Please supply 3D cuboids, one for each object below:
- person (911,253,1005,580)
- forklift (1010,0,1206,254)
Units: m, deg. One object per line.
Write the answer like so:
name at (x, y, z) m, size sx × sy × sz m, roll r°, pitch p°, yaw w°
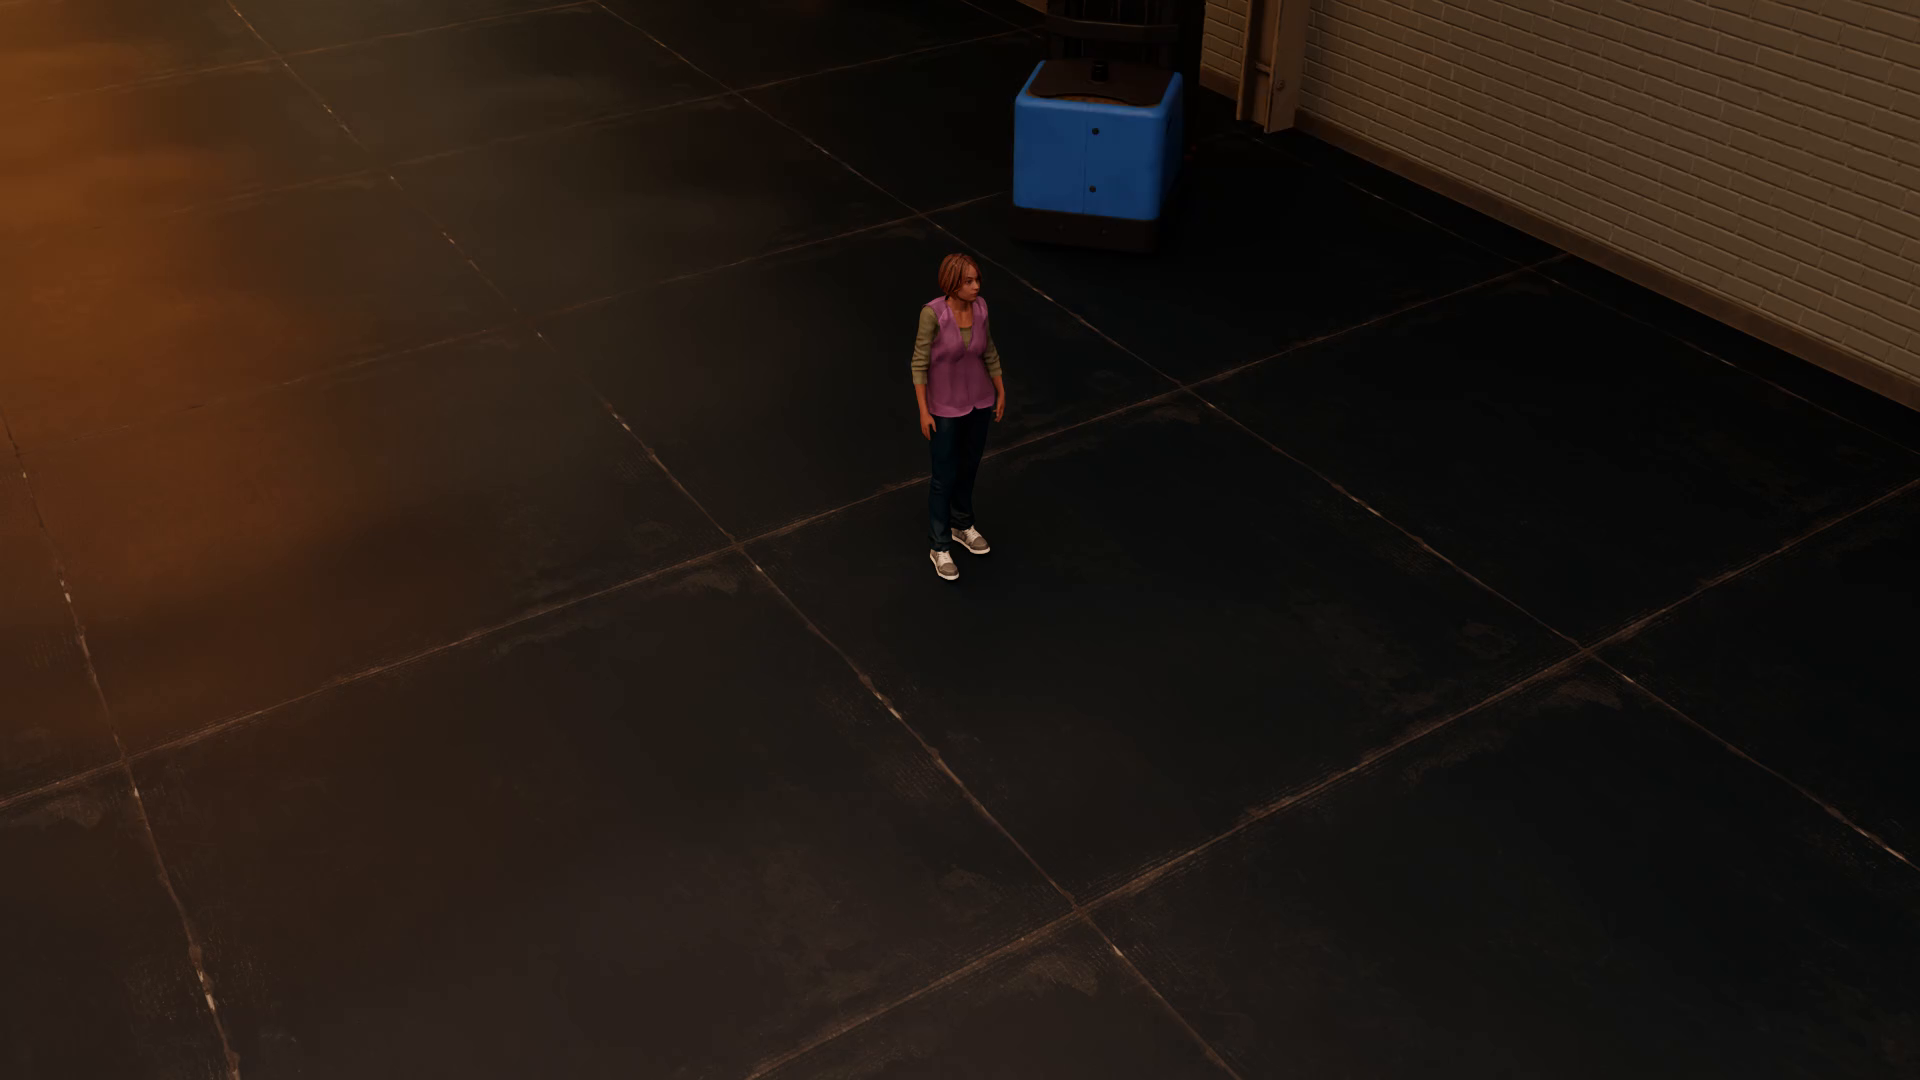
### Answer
person at (0.028, -0.620, 8.177) m, size 0.520 × 1.597 × 0.476 m, roll -21°, pitch 40°, yaw -27°
forklift at (1.217, -3.998, 11.838) m, size 1.130 × 2.935 × 3.031 m, roll 9°, pitch 36°, yaw 12°
